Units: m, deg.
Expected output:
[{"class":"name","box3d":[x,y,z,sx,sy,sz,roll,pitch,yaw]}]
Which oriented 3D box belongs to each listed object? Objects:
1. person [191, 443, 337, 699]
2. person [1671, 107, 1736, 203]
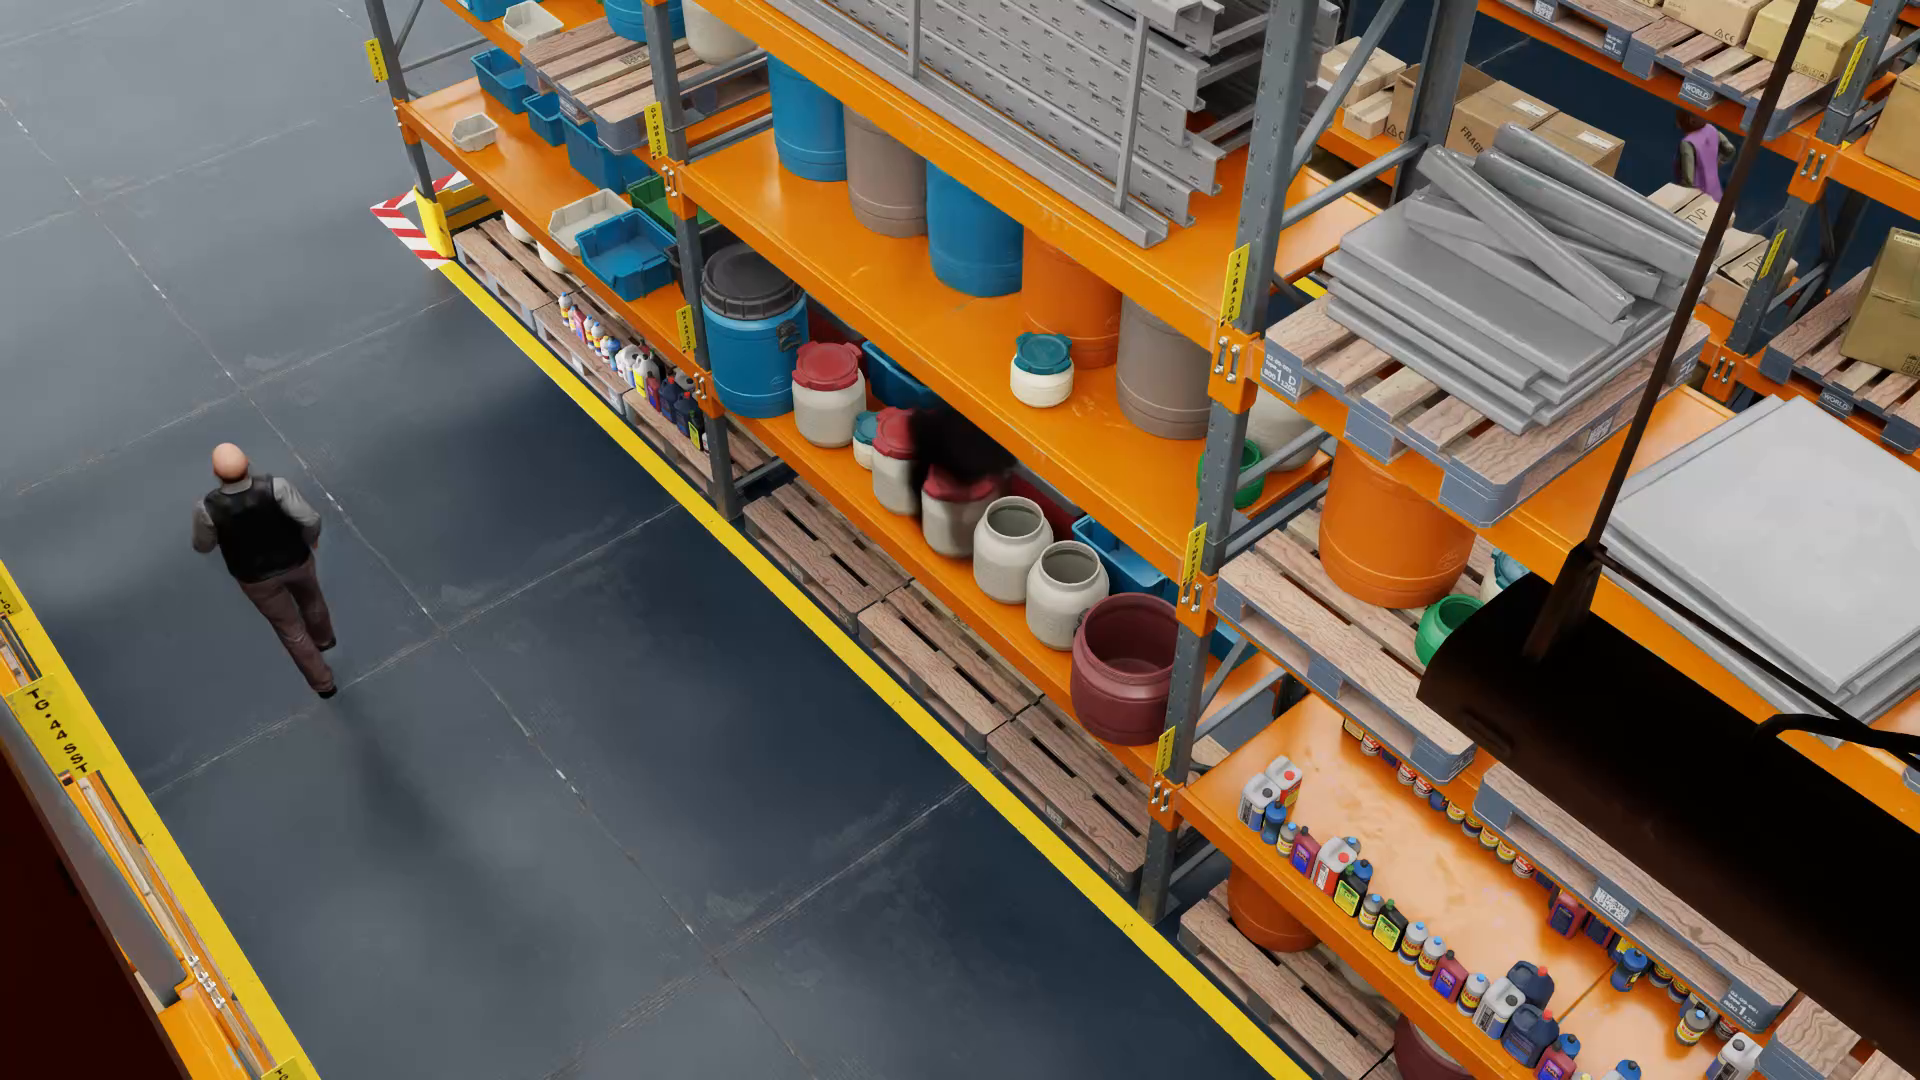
[{"class":"person","box3d":[-3.813,0.191,9.249,0.637,1.839,0.729,-28,52,-24]},{"class":"person","box3d":[5.481,-2.403,12.240,0.557,1.548,0.894,-29,53,-25]}]
